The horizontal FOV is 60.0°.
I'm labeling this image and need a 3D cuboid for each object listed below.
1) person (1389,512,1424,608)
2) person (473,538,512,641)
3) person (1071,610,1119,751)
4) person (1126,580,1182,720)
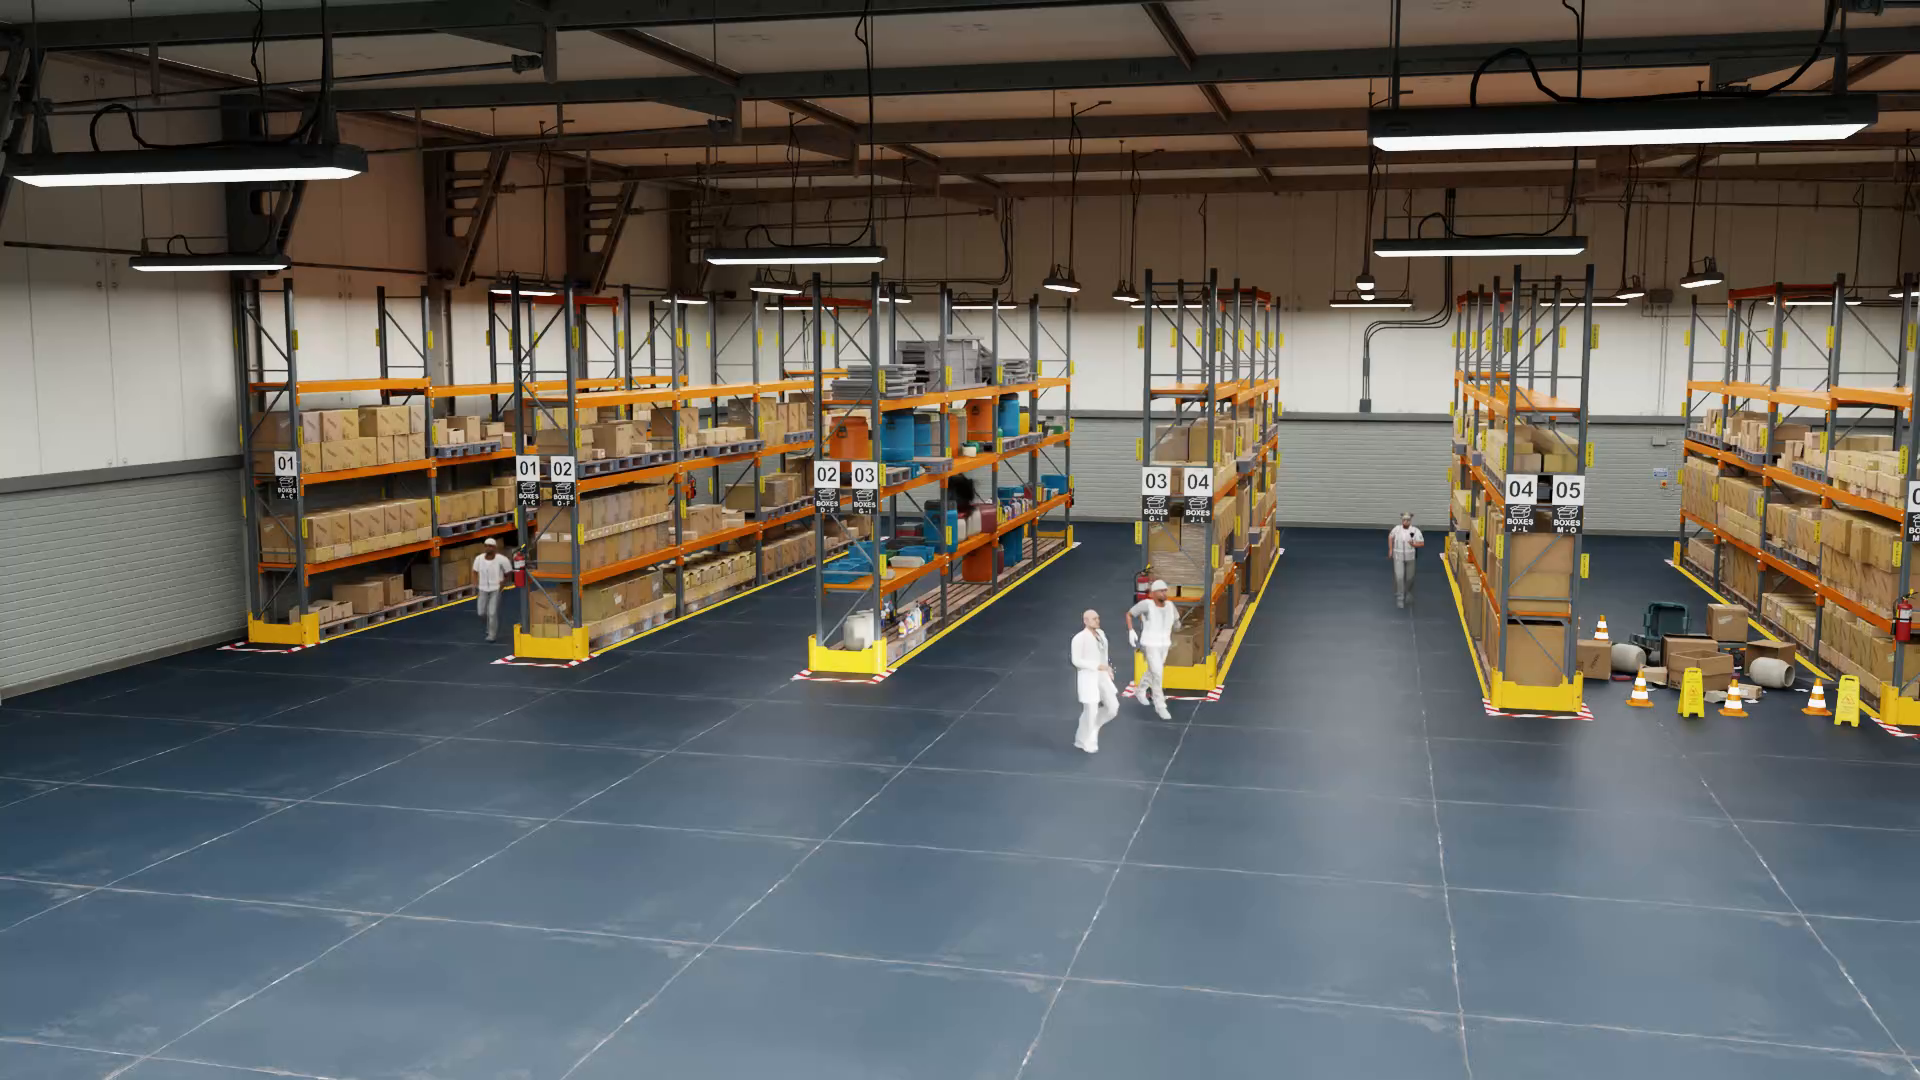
[{"bbox_3d":[8.377,0.343,31.253,0.666,1.759,0.962,2,7,17],"label":"person"},{"bbox_3d":[-7.824,0.823,27.782,0.678,1.726,0.577,0,7,2],"label":"person"},{"bbox_3d":[1.655,1.717,20.232,0.693,1.740,0.645,-6,9,-41],"label":"person"},{"bbox_3d":[2.624,1.428,22.299,0.677,1.809,0.943,-4,8,-31],"label":"person"}]
